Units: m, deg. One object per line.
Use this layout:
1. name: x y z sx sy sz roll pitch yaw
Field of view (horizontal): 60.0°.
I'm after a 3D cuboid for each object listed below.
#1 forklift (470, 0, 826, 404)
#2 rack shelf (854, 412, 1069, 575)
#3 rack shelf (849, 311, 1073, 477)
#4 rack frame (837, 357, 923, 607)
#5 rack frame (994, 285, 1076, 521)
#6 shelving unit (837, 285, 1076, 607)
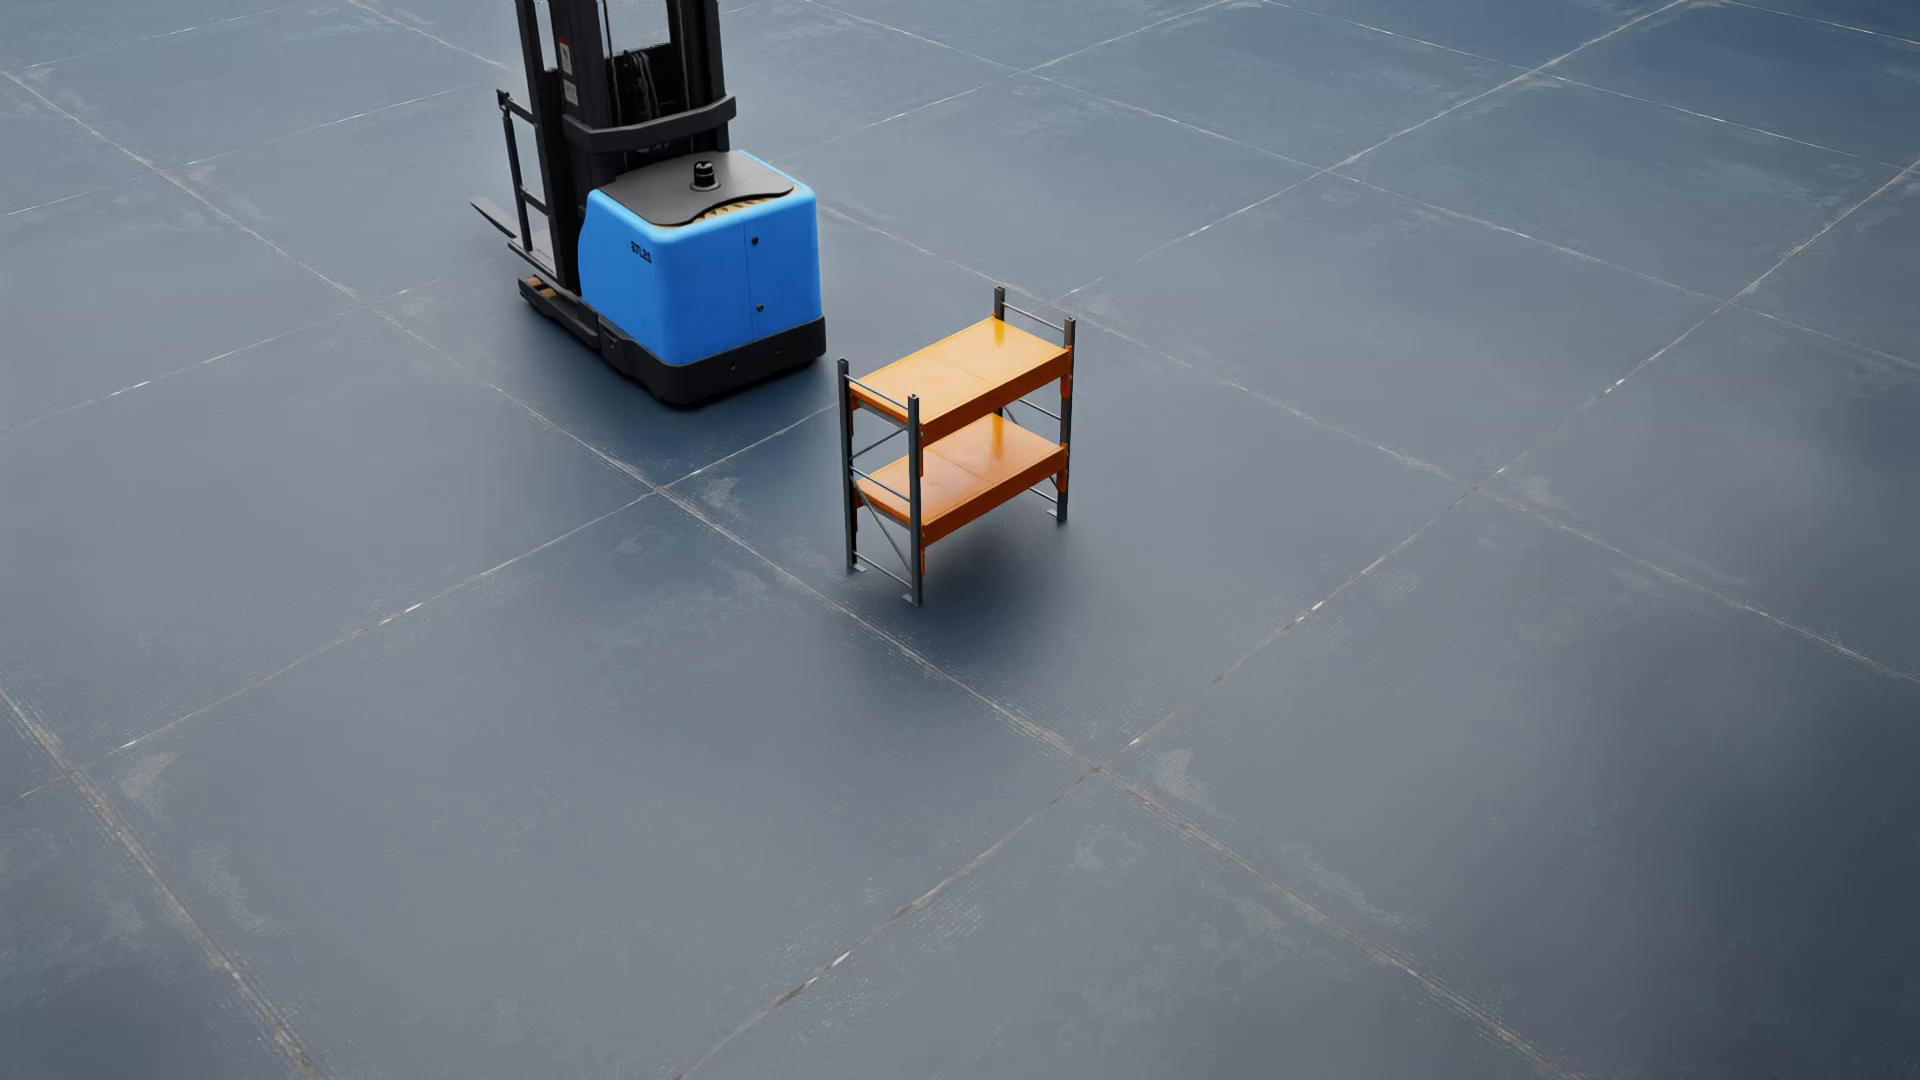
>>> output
1. forklift: -2.085 -2.736 9.611 1.130 2.935 3.031 -24 42 -30
2. rack shelf: -0.005 -0.258 8.064 0.538 0.278 1.000 30 45 35
3. rack shelf: -0.005 -0.699 7.757 0.538 0.278 1.000 30 45 35
4. rack frame: -0.363 -0.252 7.628 0.500 1.125 0.032 30 45 35
5. rack frame: 0.353 -0.665 8.220 0.500 1.125 0.032 30 45 35
6. shelving unit: -0.005 -0.459 7.924 0.538 1.125 1.048 30 45 35
